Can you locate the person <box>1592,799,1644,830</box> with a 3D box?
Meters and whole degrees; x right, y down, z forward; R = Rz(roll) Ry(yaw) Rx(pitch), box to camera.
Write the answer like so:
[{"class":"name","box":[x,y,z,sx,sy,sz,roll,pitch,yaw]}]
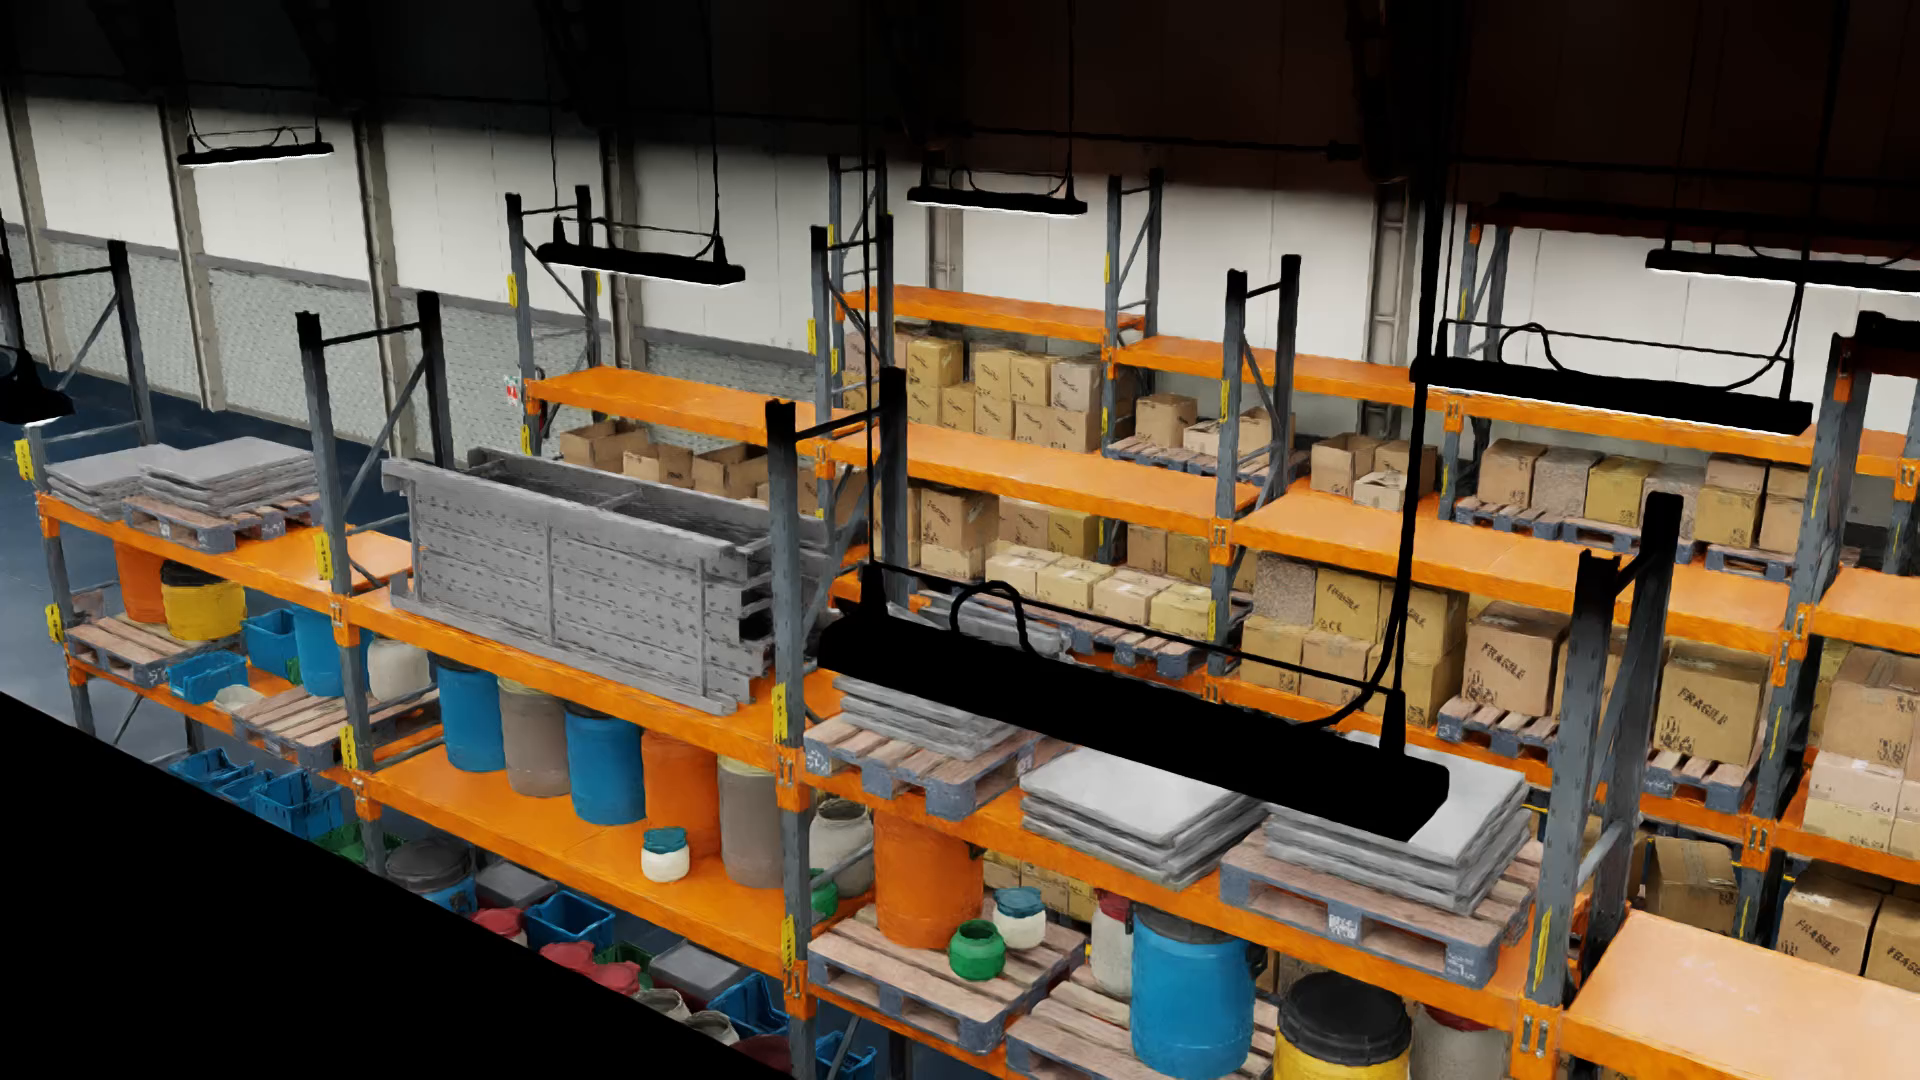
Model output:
[{"class":"person","box":[6.109,2.306,15.352,0.659,1.786,0.392,6,19,16]}]
